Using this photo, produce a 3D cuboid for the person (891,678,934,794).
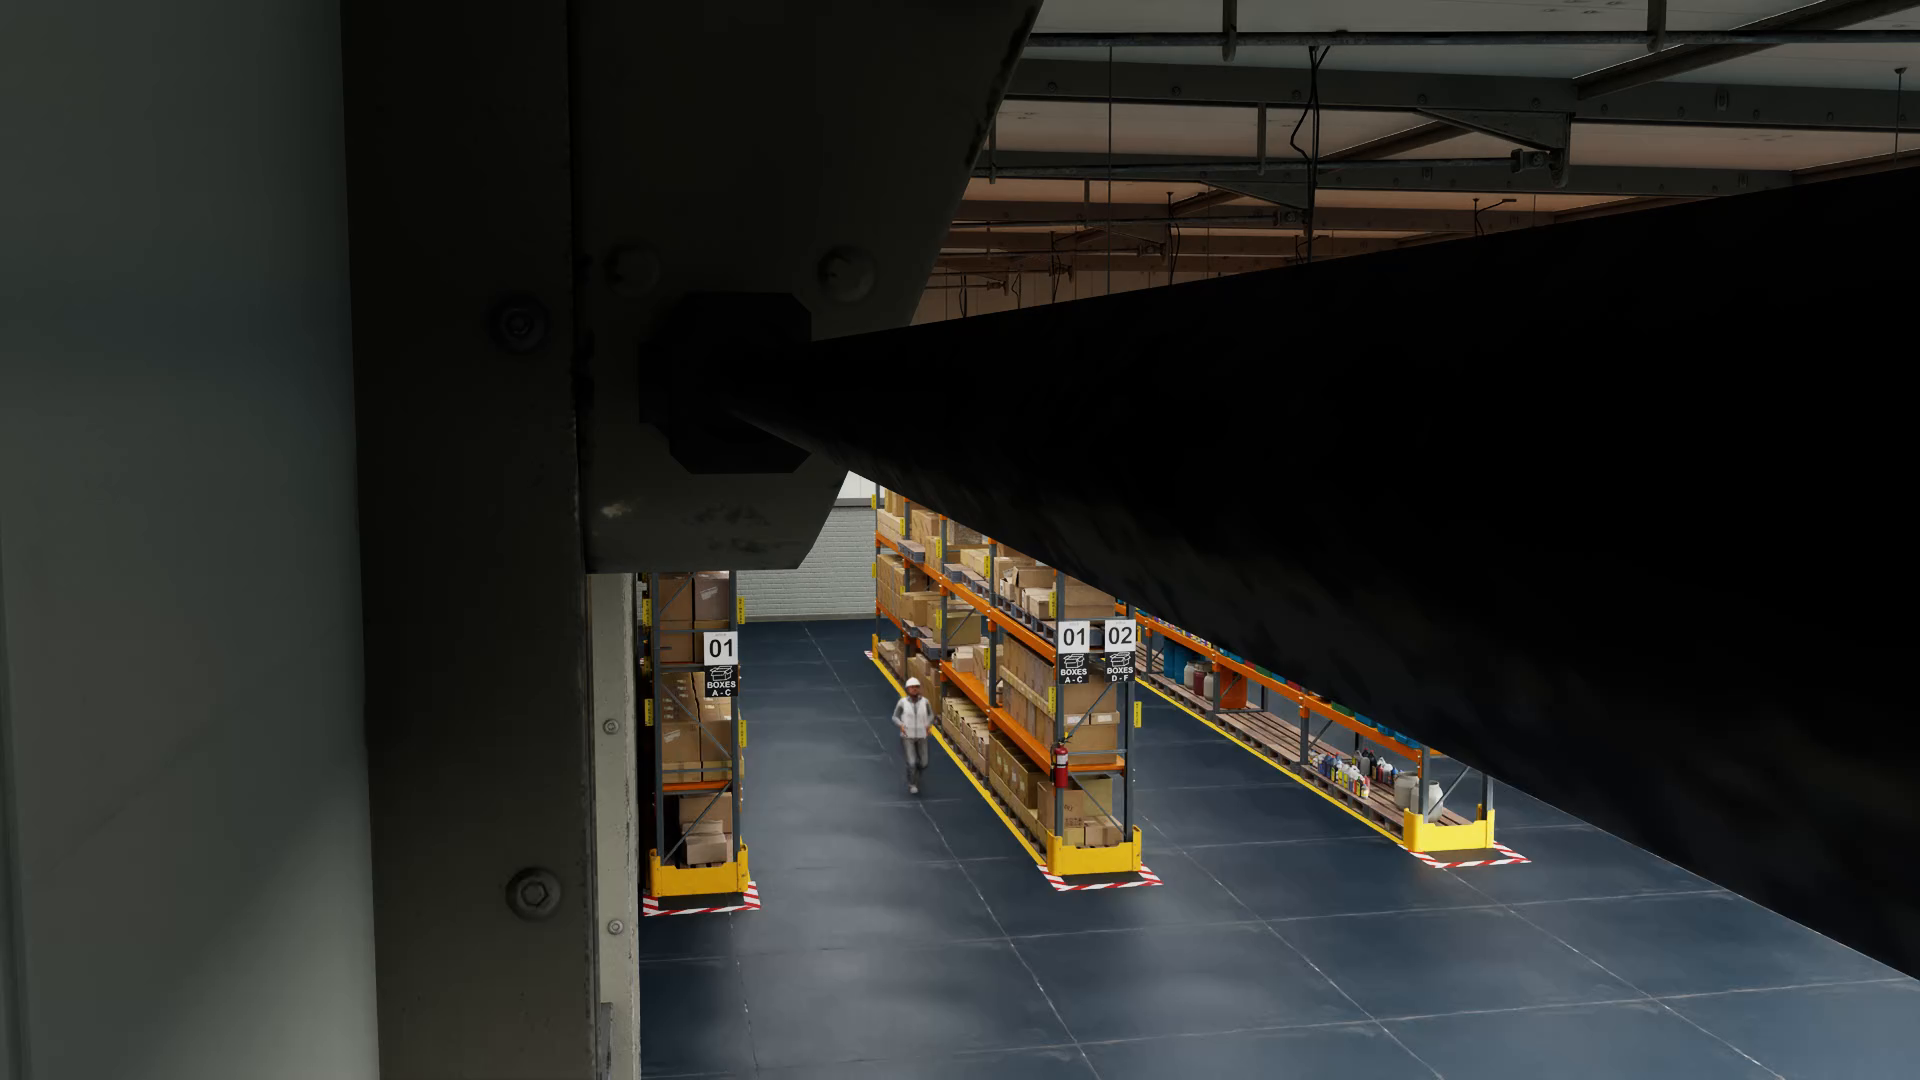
[{"bbox_3d":[-0.689,2.920,24.882,0.656,1.721,0.607,-1,6,-12],"label":"person"}]
